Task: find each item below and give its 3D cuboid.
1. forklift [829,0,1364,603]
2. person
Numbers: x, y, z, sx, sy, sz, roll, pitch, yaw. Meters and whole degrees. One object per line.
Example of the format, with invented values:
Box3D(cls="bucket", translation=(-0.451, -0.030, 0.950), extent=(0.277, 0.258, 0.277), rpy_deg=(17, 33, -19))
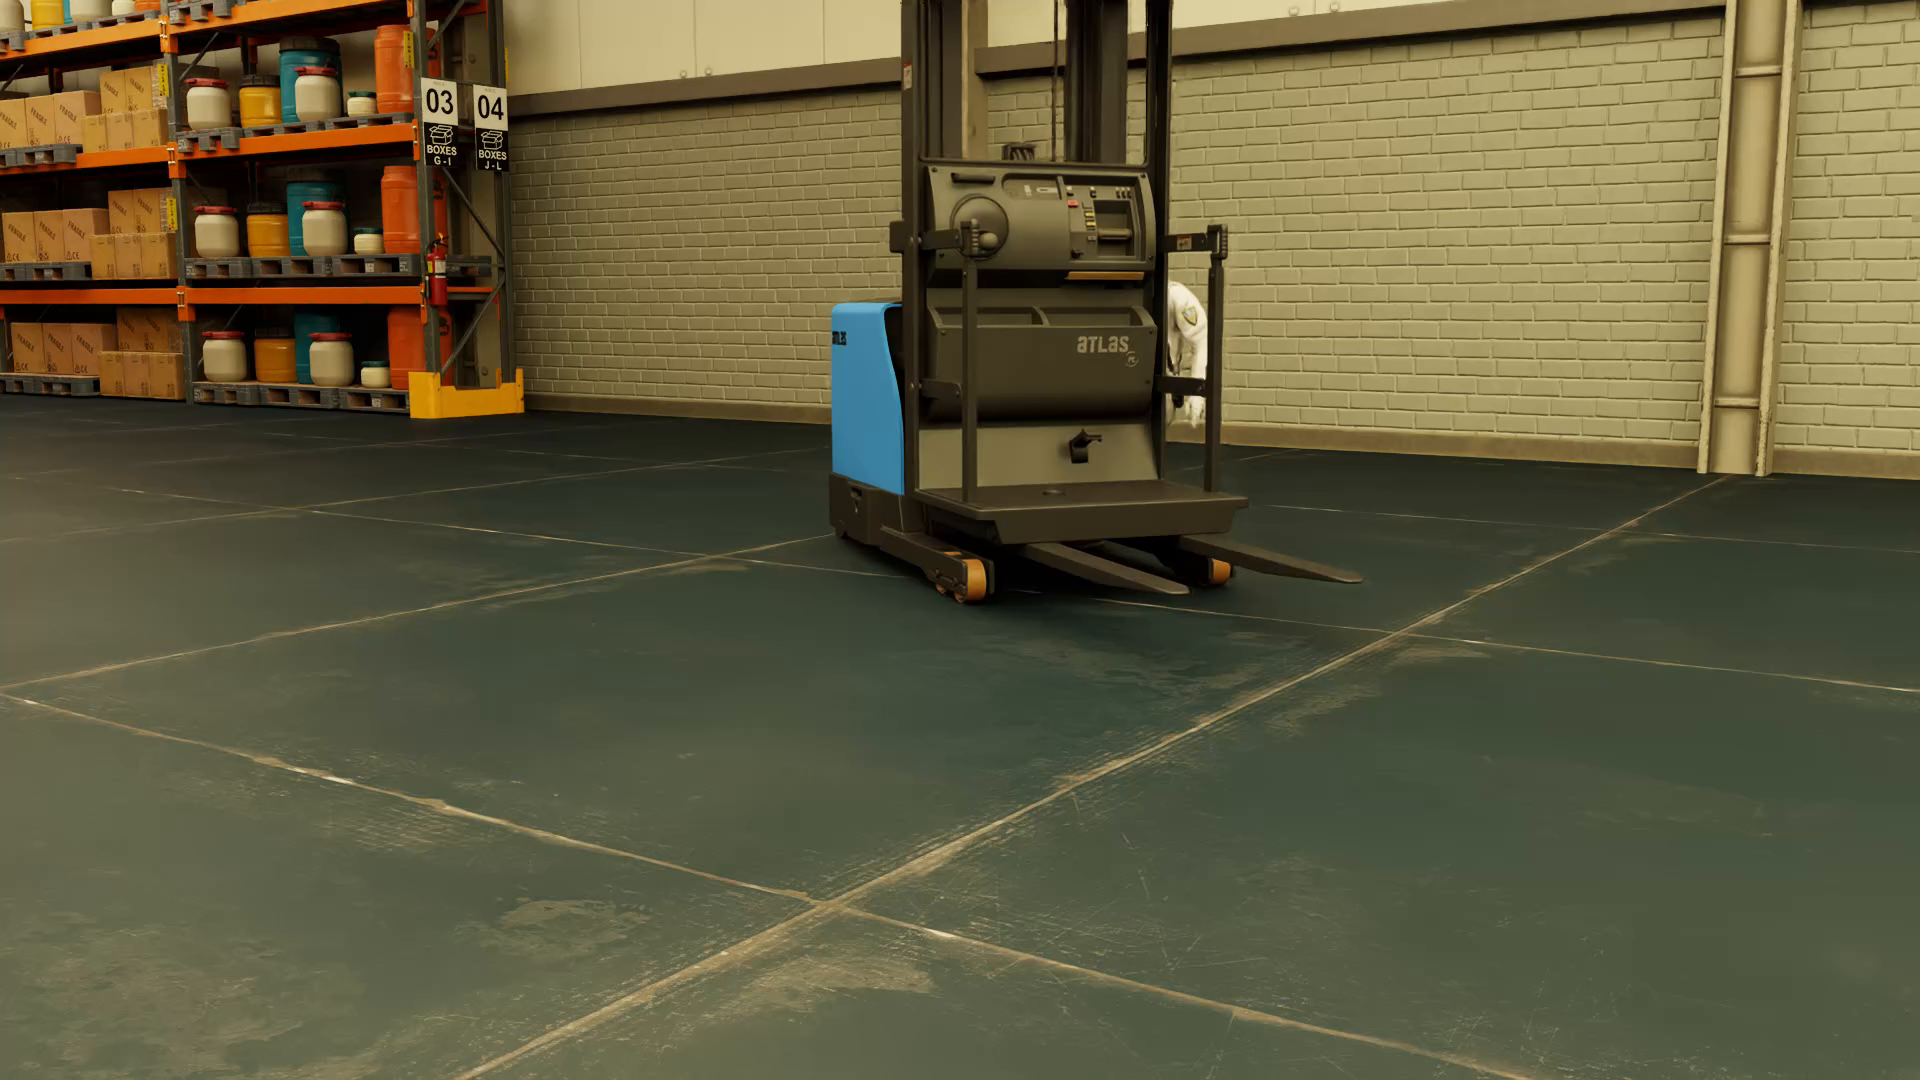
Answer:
Box3D(cls="forklift", translation=(0.401, -1.288, 6.249), extent=(1.130, 2.935, 3.031), rpy_deg=(-3, 9, -21))
Box3D(cls="person", translation=(0.704, -0.647, 7.418), extent=(0.738, 1.465, 0.857), rpy_deg=(4, 9, 25))
